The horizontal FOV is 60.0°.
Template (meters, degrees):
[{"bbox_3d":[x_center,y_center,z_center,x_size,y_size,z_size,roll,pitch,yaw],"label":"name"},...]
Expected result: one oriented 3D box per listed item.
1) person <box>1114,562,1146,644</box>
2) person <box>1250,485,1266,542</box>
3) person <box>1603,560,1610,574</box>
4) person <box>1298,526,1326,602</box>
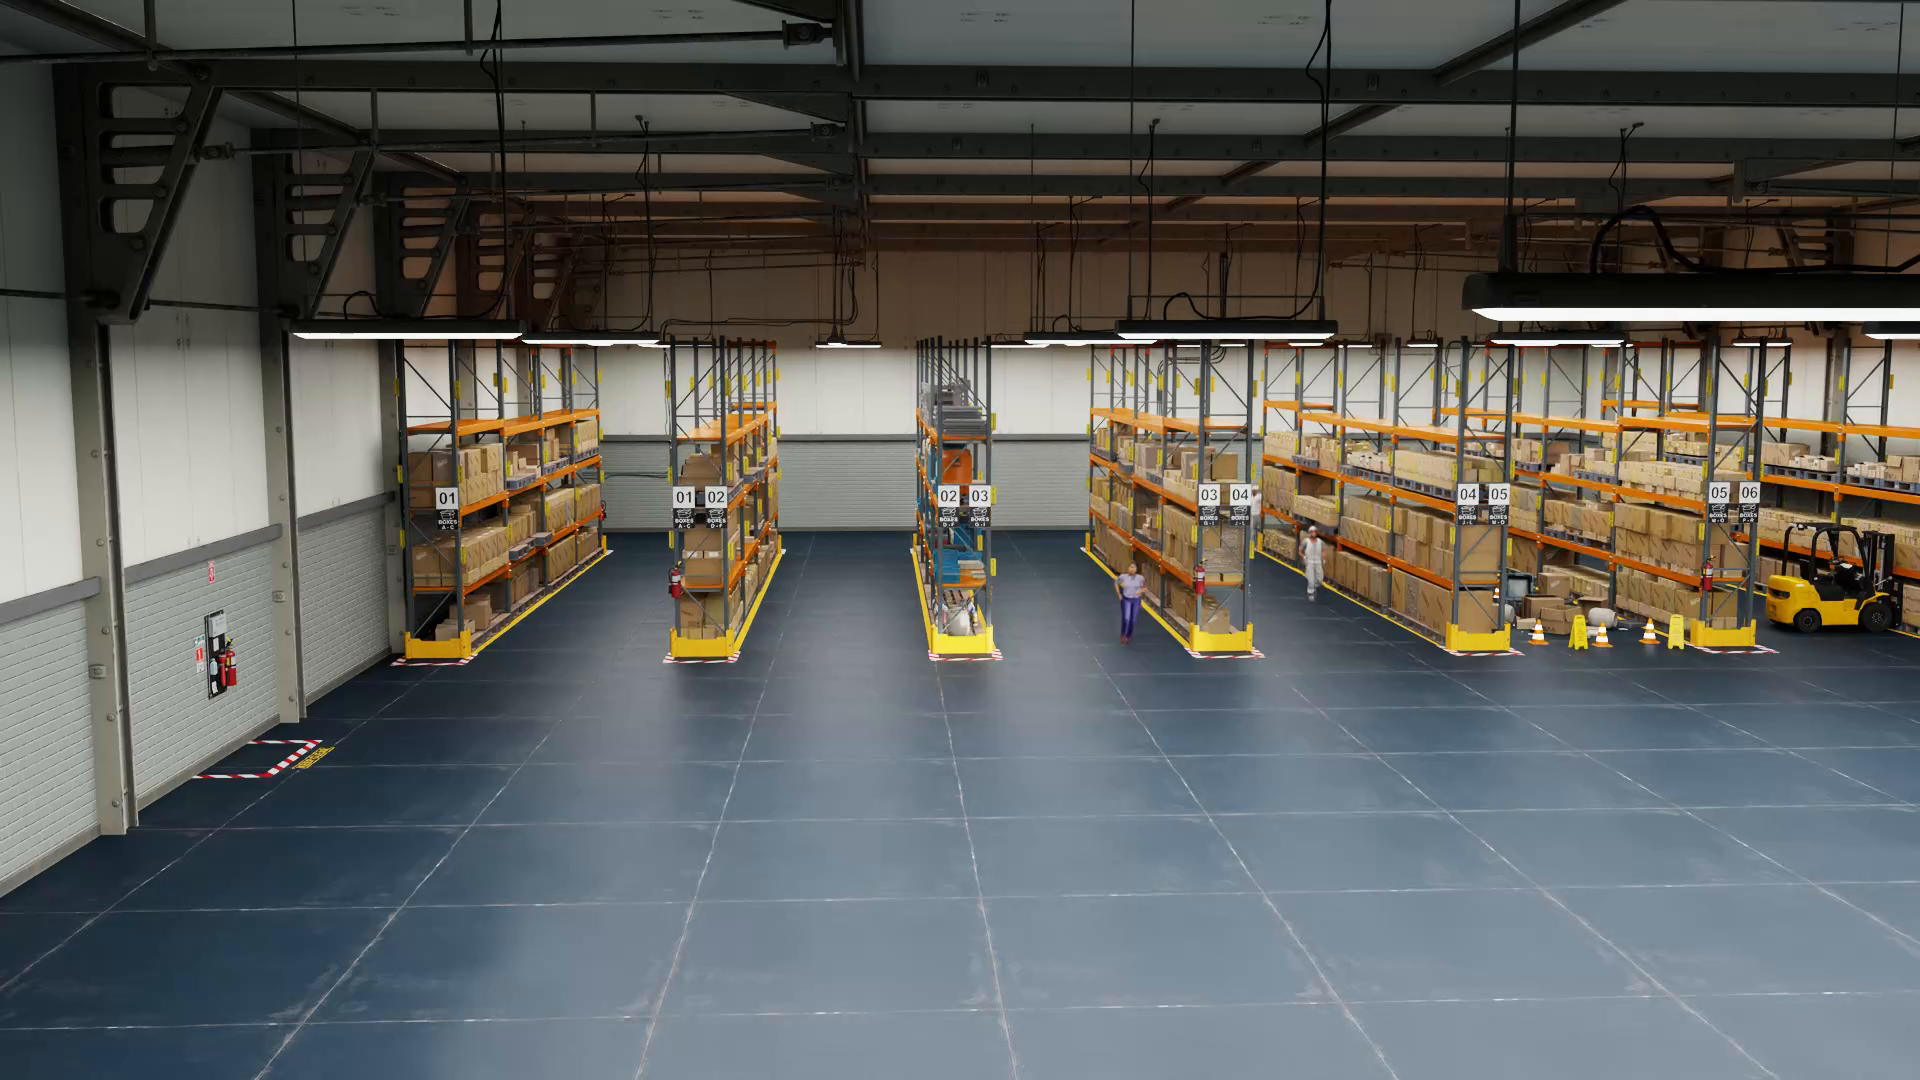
[{"bbox_3d":[3.340,1.229,32.473,0.597,1.605,0.658,0,7,-4],"label":"person"},{"bbox_3d":[8.699,-0.719,48.919,0.916,1.788,0.750,-2,7,-18],"label":"person"},{"bbox_3d":[16.229,0.144,41.384,0.688,1.775,0.798,0,6,-2],"label":"person"},{"bbox_3d":[8.047,0.555,37.912,0.652,1.738,0.614,0,6,-3],"label":"person"}]
